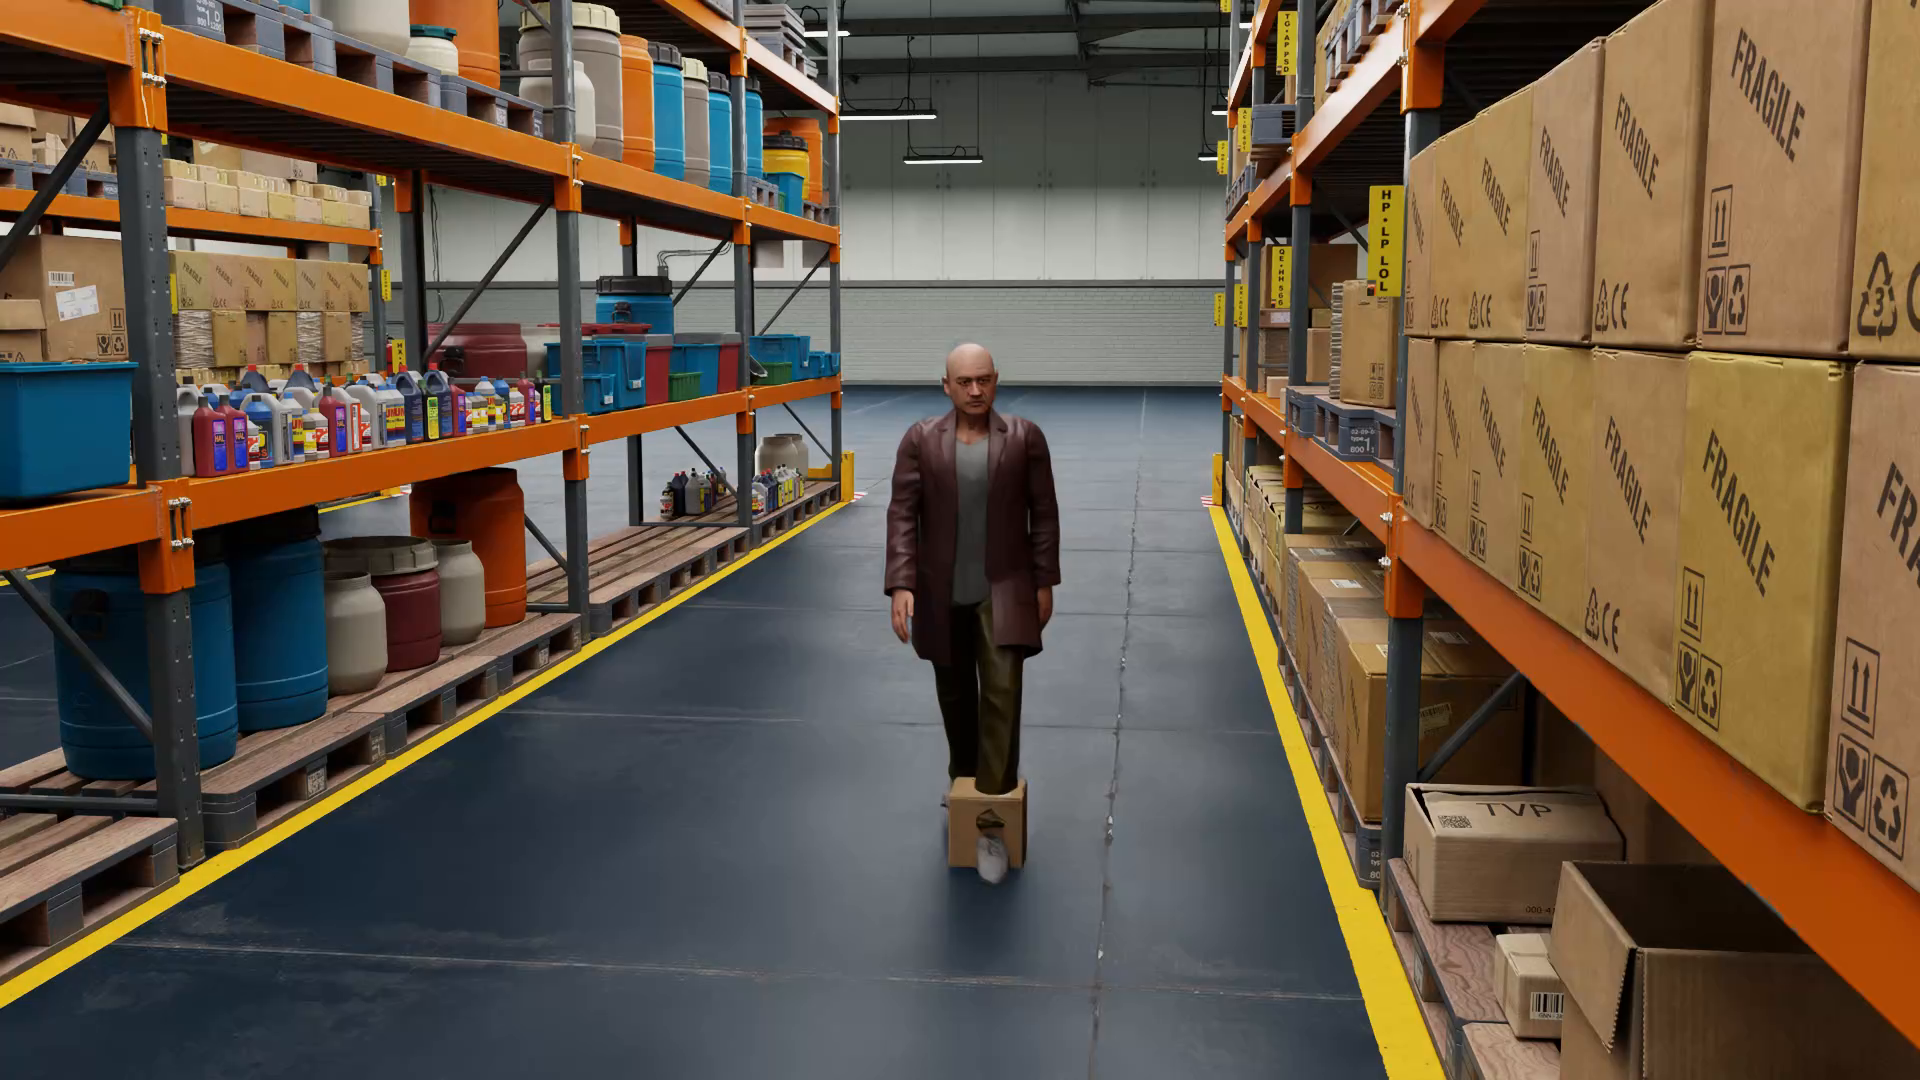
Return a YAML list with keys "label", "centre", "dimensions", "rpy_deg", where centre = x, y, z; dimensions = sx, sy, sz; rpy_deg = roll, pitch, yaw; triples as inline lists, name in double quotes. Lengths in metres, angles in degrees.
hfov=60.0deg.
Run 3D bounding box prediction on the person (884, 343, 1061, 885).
- label: "person"
  centre: [0.044, 0.204, 5.873]
  dimensions: [0.604, 1.786, 0.983]
  rpy_deg: [1, 7, 7]
